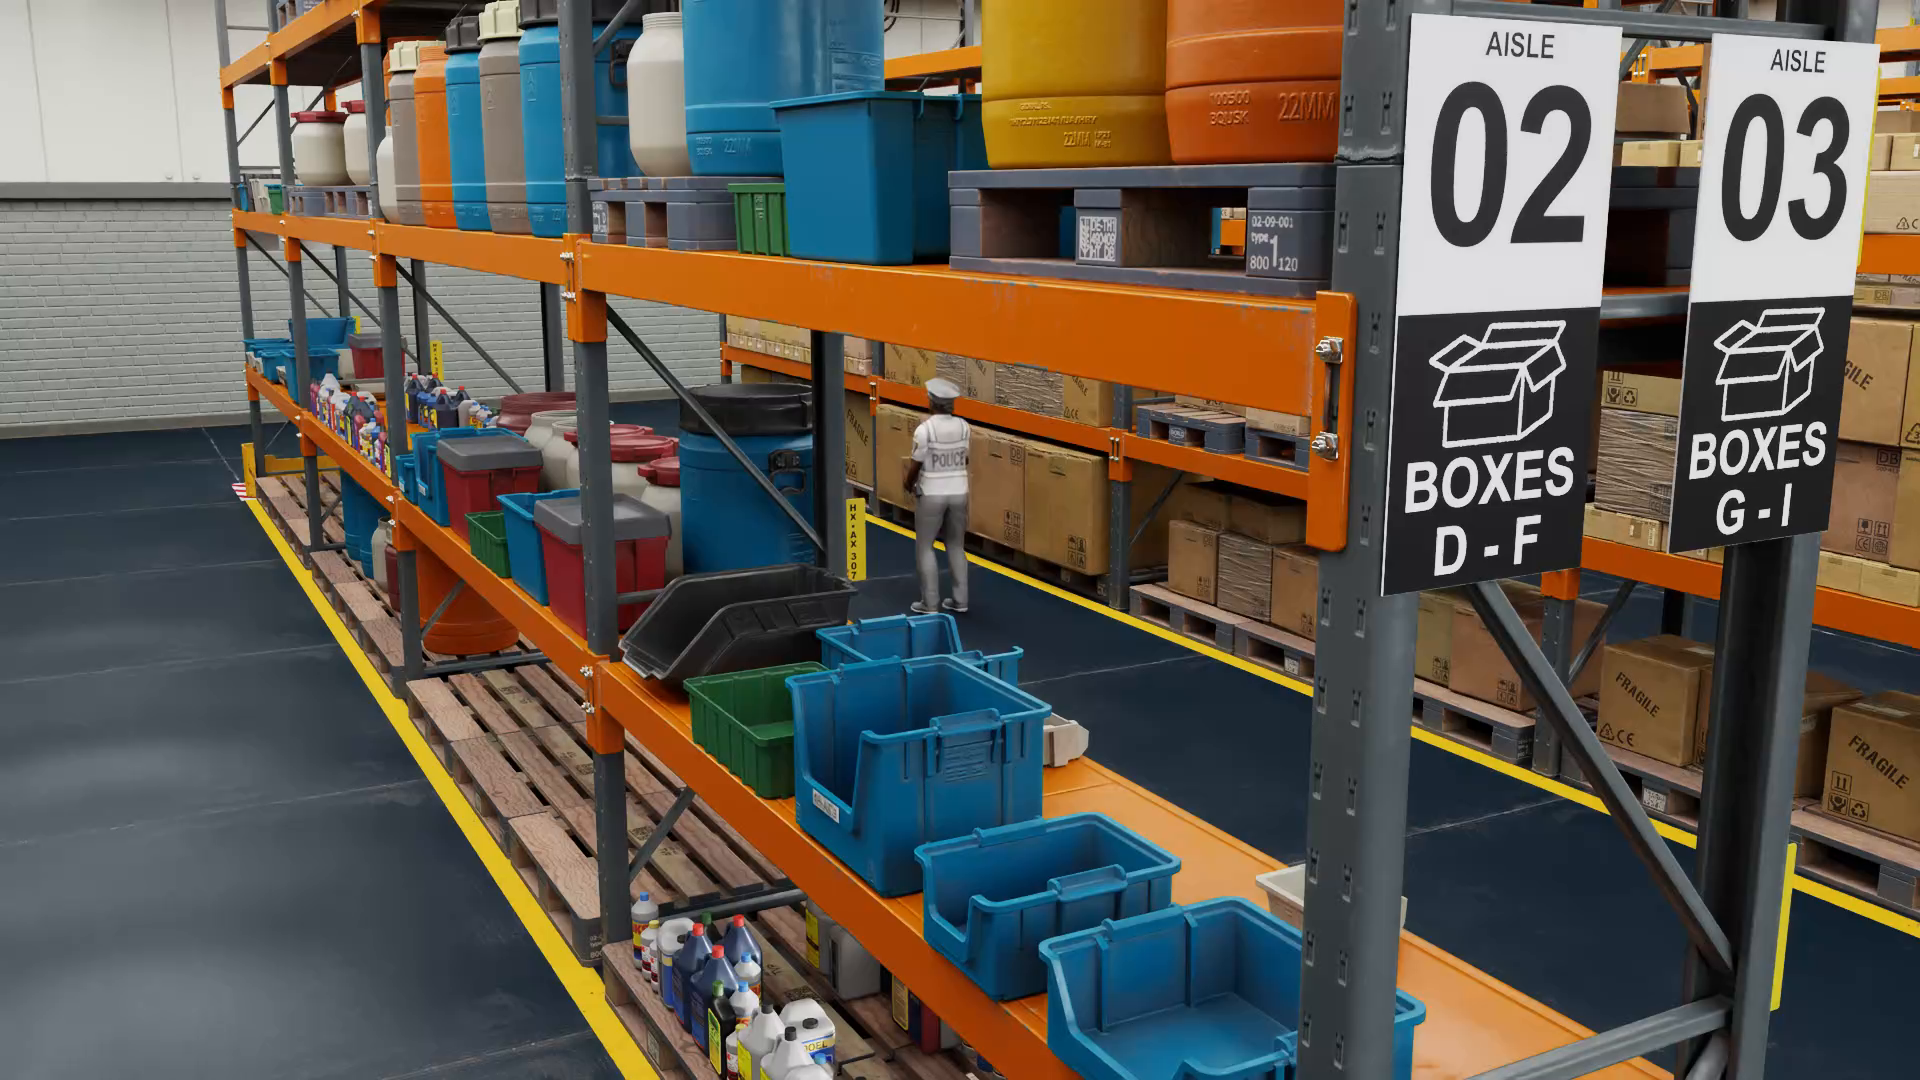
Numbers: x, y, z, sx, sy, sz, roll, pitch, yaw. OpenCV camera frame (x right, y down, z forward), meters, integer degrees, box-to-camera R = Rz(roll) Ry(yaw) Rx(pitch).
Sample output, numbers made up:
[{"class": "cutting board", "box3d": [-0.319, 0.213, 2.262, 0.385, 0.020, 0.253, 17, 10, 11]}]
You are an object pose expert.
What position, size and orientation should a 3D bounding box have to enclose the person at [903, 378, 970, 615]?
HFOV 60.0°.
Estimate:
[{"class": "person", "box3d": [-0.173, -0.319, 11.906, 0.464, 1.692, 0.508, -6, 13, -28]}]
